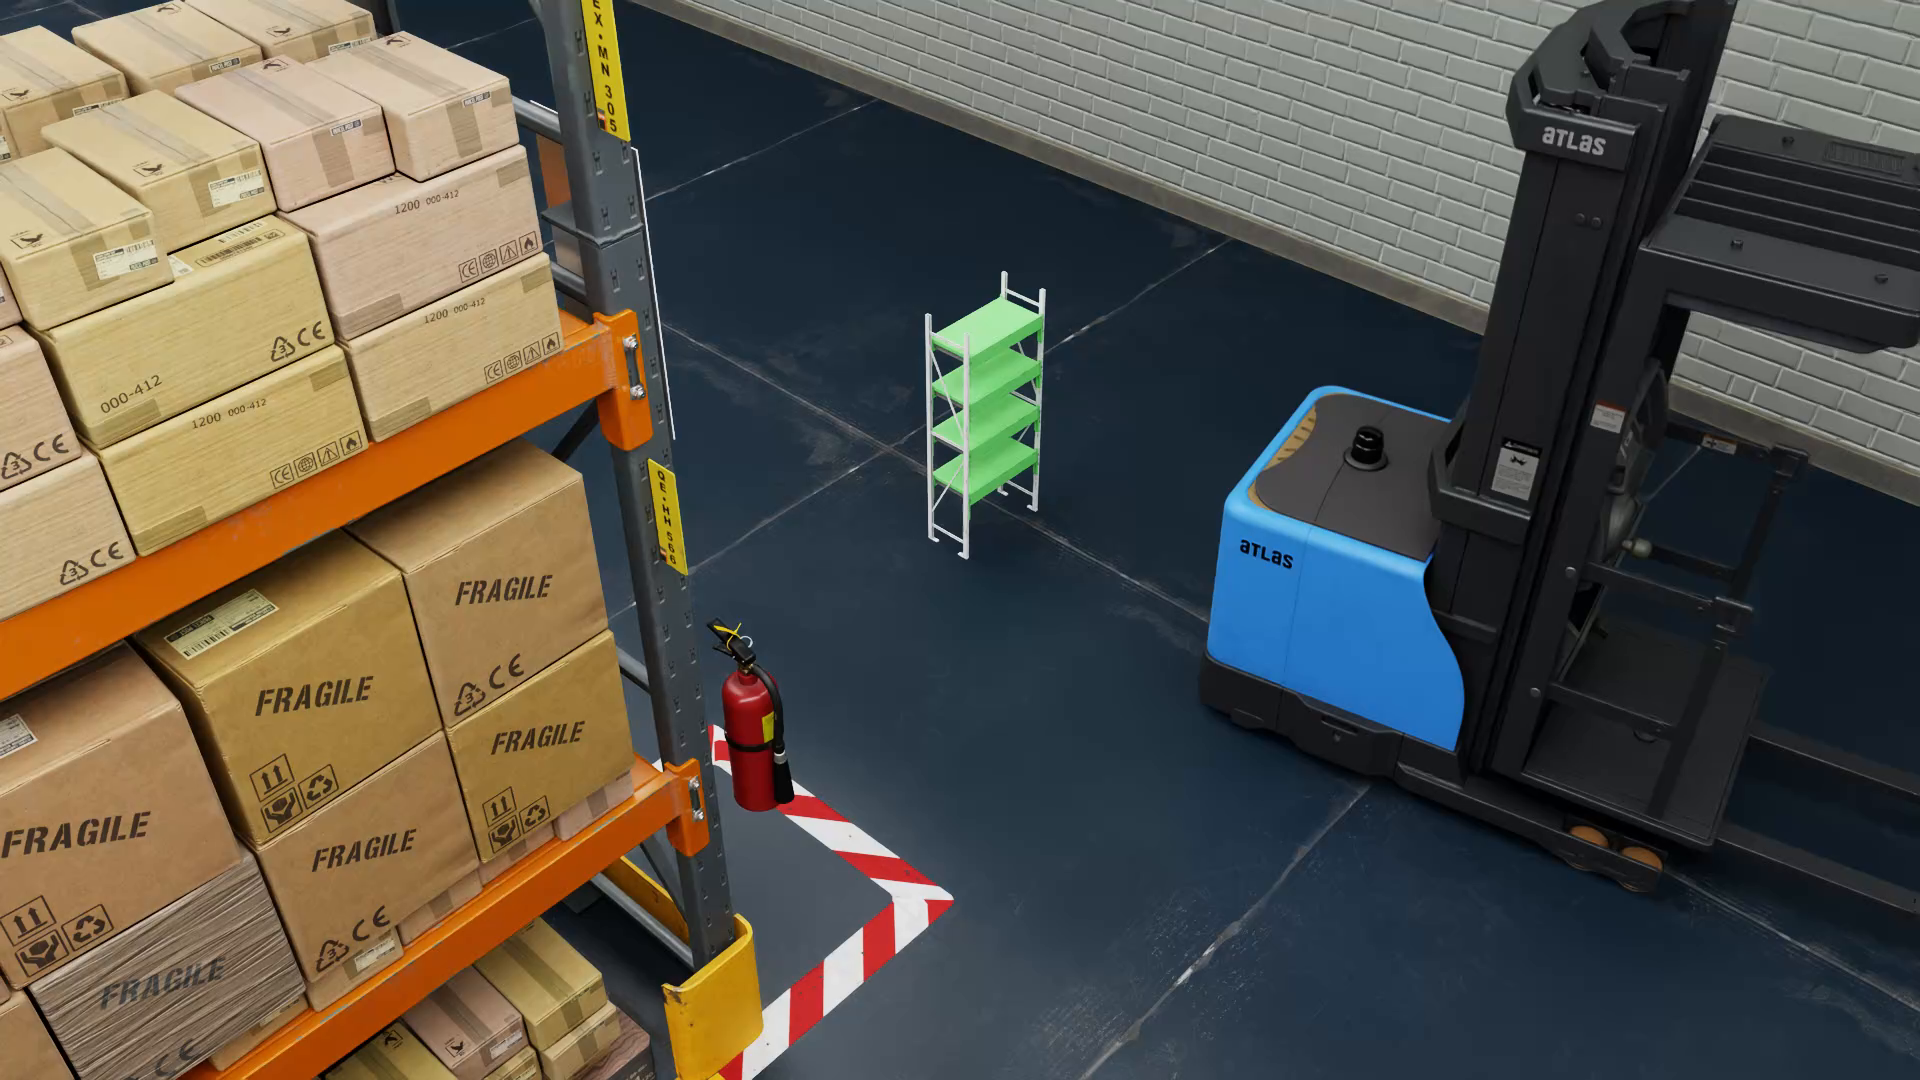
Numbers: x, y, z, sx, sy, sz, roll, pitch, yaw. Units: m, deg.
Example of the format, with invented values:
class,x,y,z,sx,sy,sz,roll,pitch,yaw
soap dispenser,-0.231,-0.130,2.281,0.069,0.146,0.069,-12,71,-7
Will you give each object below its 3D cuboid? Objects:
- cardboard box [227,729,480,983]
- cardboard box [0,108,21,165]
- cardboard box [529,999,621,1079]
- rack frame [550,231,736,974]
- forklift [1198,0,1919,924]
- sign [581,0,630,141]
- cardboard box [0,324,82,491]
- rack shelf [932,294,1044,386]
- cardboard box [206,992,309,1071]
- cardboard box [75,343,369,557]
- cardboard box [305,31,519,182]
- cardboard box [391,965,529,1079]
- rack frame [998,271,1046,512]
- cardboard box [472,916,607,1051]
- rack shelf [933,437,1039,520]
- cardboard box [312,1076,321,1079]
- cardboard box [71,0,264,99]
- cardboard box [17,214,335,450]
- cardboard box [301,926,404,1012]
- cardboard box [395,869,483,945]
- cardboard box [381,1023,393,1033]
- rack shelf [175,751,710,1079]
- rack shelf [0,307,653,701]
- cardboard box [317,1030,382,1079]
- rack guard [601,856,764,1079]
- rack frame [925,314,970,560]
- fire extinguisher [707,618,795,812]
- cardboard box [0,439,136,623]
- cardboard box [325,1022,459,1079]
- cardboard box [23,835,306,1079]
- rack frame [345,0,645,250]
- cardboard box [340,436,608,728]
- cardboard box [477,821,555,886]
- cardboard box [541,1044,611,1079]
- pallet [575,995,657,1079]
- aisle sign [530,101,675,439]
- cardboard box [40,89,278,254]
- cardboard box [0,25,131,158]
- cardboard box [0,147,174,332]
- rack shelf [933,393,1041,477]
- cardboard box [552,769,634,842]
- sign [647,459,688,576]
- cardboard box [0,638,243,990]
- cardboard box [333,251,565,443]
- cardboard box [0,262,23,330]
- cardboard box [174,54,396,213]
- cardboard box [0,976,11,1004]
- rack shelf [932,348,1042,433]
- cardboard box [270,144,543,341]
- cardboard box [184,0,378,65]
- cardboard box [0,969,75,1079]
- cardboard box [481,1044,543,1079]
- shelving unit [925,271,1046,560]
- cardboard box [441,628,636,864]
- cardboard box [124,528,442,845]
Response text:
class,x,y,z,sx,sy,sz,roll,pitch,yaw
cardboard box,-1.602,0.673,4.174,0.500,0.500,0.500,29,47,31
cardboard box,-2.111,-0.819,3.358,0.380,0.149,0.250,30,48,32
cardboard box,-1.283,1.477,5.196,0.380,0.149,0.250,28,46,31
rack frame,-1.138,0.280,4.988,1.000,3.000,0.127,30,47,32
forklift,2.507,-0.233,5.689,3.031,2.935,1.130,21,43,24
sign,-0.742,-0.998,3.474,0.100,0.325,0.005,30,47,32
cardboard box,-1.952,-0.243,2.954,0.500,0.250,0.500,30,48,32
rack shelf,0.112,-0.871,7.213,0.258,0.148,0.480,30,47,32
cardboard box,-1.857,1.102,4.155,0.380,0.149,0.250,27,46,30
cardboard box,-1.588,-0.278,3.400,0.500,0.250,0.500,30,47,32
cardboard box,-1.145,-0.911,3.474,0.380,0.149,0.250,29,47,32
cardboard box,-1.520,1.439,5.005,0.380,0.149,0.250,31,48,33
rack frame,0.276,-0.658,7.613,0.240,1.200,0.015,30,47,32
cardboard box,-1.308,1.348,5.120,0.380,0.149,0.250,30,47,32
rack shelf,0.112,-0.308,7.661,0.258,0.148,0.480,30,47,32
cardboard box,-1.822,1.704,4.672,0.380,0.149,0.250,28,46,30
cardboard box,-1.710,-1.024,3.617,0.380,0.149,0.250,32,48,33
cardboard box,-1.605,-0.477,3.249,0.500,0.250,0.500,28,46,31
cardboard box,-1.658,0.994,4.292,0.380,0.149,0.250,31,48,33
cardboard box,-1.503,0.867,4.452,0.380,0.149,0.250,29,47,31
cardboard box,-1.844,1.492,5.416,0.380,0.149,0.250,29,47,32
rack shelf,-2.487,1.480,4.056,1.077,0.370,4.000,30,47,32
rack shelf,-2.487,0.306,3.123,1.077,0.370,4.000,30,47,32
cardboard box,-2.007,1.500,5.168,0.380,0.149,0.250,30,47,32
rack guard,-1.189,1.293,5.722,1.175,0.500,0.348,30,47,32
rack frame,-0.053,-0.434,7.331,0.240,1.200,0.015,30,47,32
fire extinguisher,-0.627,0.534,5.030,0.296,0.674,0.183,30,47,32
cardboard box,-1.933,-0.056,3.120,0.500,0.250,0.500,32,48,34
cardboard box,-1.601,1.612,4.788,0.380,0.149,0.250,29,47,31
cardboard box,-1.937,0.910,3.876,0.500,0.500,0.500,30,47,32
rack frame,-1.138,-2.068,3.121,1.000,3.000,0.127,30,47,32
cardboard box,-1.263,0.048,4.157,0.500,0.500,0.500,29,47,31
cardboard box,-1.345,0.745,4.605,0.380,0.149,0.250,30,47,32
cardboard box,-1.339,1.561,5.330,0.380,0.149,0.250,30,48,33
pallet,-1.763,1.765,5.361,1.003,0.211,1.213,30,47,32
aisle sign,-0.867,-0.645,4.063,0.394,0.787,0.004,30,47,32
cardboard box,-1.556,-0.721,3.235,0.380,0.149,0.250,28,46,31
cardboard box,-1.947,-0.930,3.498,0.380,0.149,0.250,30,47,32
cardboard box,-1.655,-0.554,3.025,0.380,0.149,0.250,30,48,32
rack shelf,0.112,-0.496,7.512,0.258,0.148,0.480,30,47,32
cardboard box,-1.149,0.647,4.729,0.380,0.149,0.250,30,47,32
sign,-0.742,-0.055,4.225,0.100,0.325,0.005,30,47,32
cardboard box,-1.949,0.523,3.559,0.500,0.500,0.500,-32,48,-33
cardboard box,-1.249,-0.515,3.699,0.500,0.250,0.500,29,47,31
cardboard box,-1.870,-0.463,2.910,0.380,0.149,0.250,29,47,31
cardboard box,-1.368,-0.830,3.372,0.380,0.149,0.250,30,48,32
cardboard box,-2.303,0.767,3.252,0.500,0.500,0.500,28,46,31
rack shelf,0.112,-0.684,7.363,0.258,0.148,0.480,30,47,32
cardboard box,-1.261,-0.713,3.545,0.500,0.250,0.500,28,46,31
cardboard box,-1.525,-1.134,3.754,0.380,0.149,0.250,29,47,32
cardboard box,-2.281,1.135,3.593,0.500,0.500,0.500,-32,48,-33
cardboard box,-1.499,1.575,5.074,0.380,0.149,0.250,28,47,31
shelving unit,0.112,-0.546,7.472,0.258,1.200,0.503,30,47,32
cardboard box,-1.251,0.439,4.469,0.500,0.500,0.500,31,48,33
cardboard box,-1.605,0.280,3.865,0.500,0.500,0.500,28,46,31
